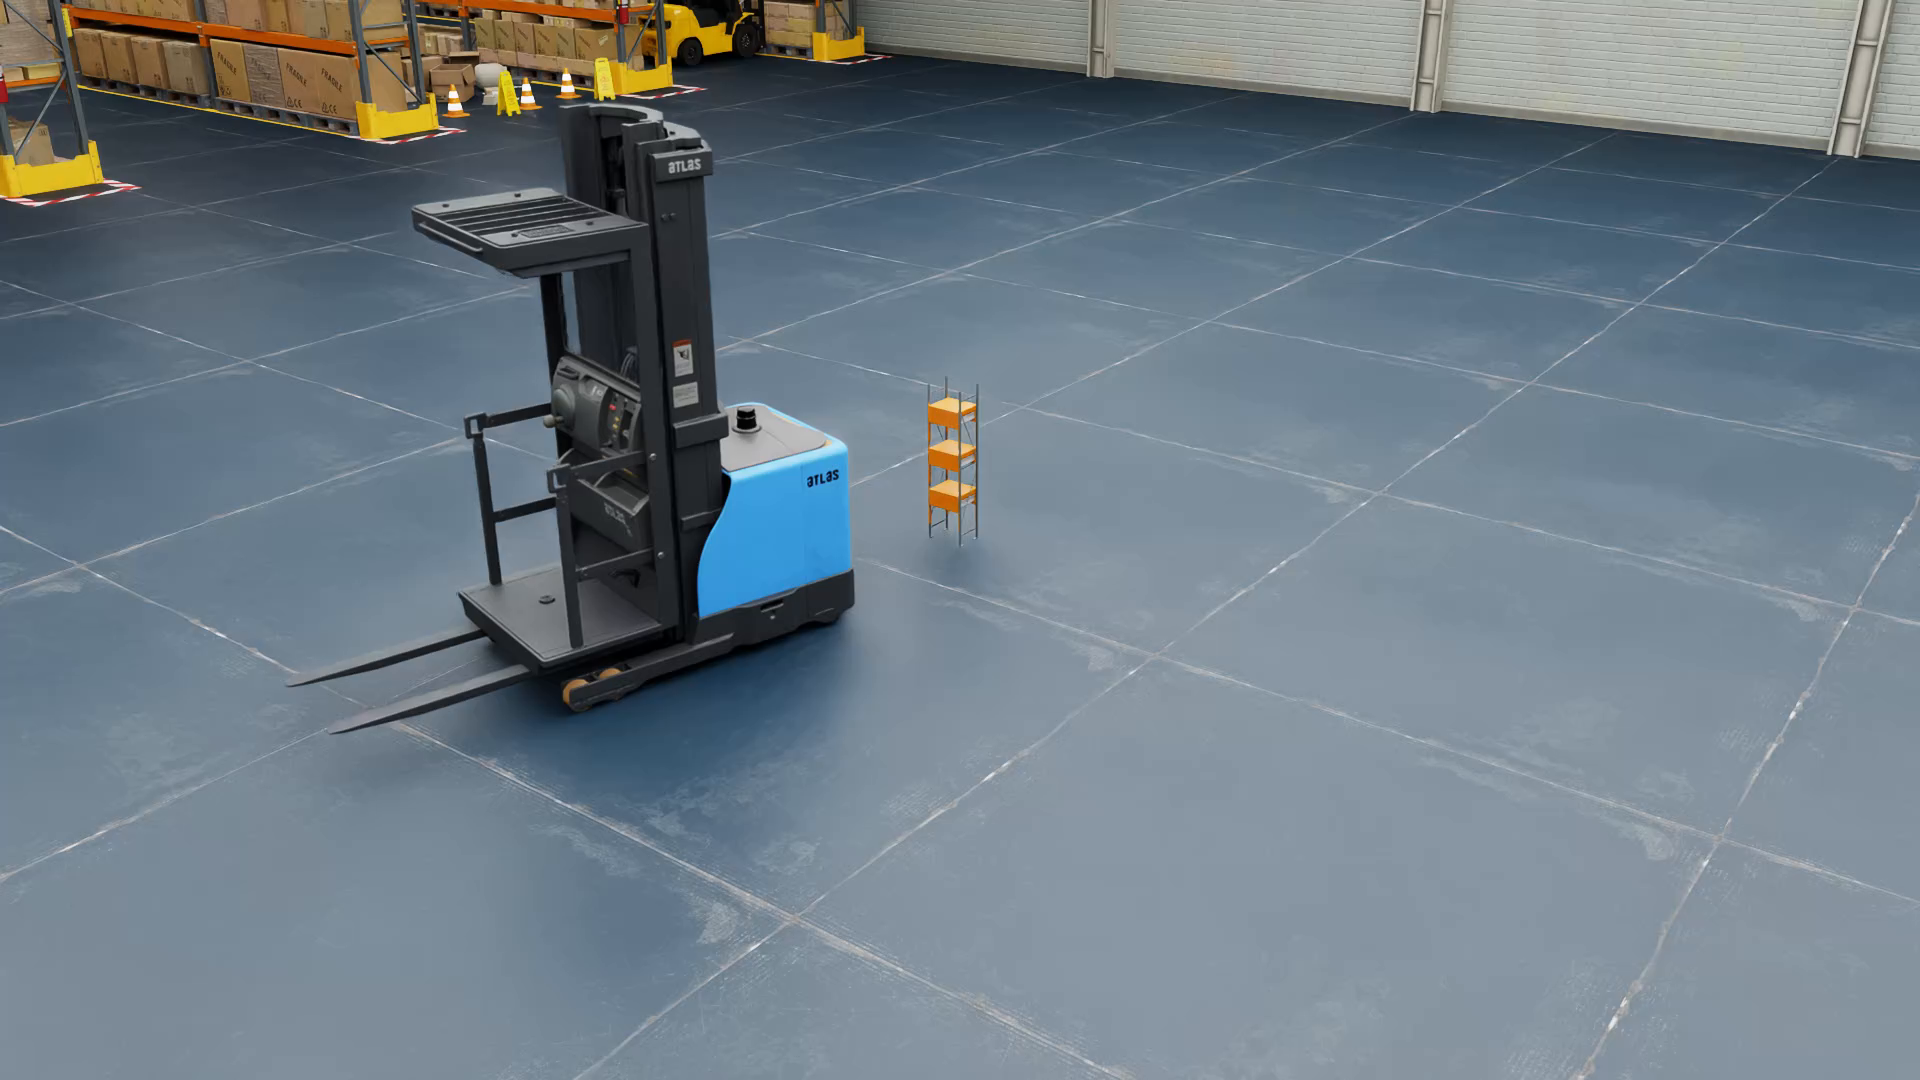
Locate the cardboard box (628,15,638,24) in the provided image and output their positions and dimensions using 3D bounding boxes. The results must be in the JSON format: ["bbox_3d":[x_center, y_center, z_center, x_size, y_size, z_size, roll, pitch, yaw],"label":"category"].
[{"bbox_3d":[-6.549,-10.918,34.233,0.625,0.625,0.875,16,29,33],"label":"cardboard box"}]

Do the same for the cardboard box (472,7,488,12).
[{"bbox_3d":[-10.418,-11.918,36.658,0.500,0.500,0.500,16,28,31],"label":"cardboard box"}]

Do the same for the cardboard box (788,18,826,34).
[{"bbox_3d":[-2.884,-9.712,31.341,0.500,0.250,0.500,16,29,33],"label":"cardboard box"}]

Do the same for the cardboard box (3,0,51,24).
[{"bbox_3d":[-11.502,-6.593,20.260,0.500,0.500,0.500,17,29,33],"label":"cardboard box"}]

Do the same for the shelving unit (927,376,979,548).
[{"bbox_3d":[-0.043,-0.493,10.568,0.252,1.050,0.215,17,29,33],"label":"shelving unit"}]

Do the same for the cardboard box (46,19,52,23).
[{"bbox_3d":[-15.686,-8.834,28.729,0.500,0.250,0.500,17,29,34],"label":"cardboard box"}]

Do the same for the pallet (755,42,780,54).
[{"bbox_3d":[-3.917,-9.723,32.556,1.213,0.211,1.003,17,29,33],"label":"pallet"}]

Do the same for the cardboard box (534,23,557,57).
[{"bbox_3d":[-6.898,-8.566,28.431,0.500,0.500,0.500,16,28,32],"label":"cardboard box"}]

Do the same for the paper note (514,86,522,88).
[{"bbox_3d":[-7.491,-7.667,28.114,0.148,0.019,0.142,7,25,15],"label":"paper note"}]

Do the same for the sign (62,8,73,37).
[{"bbox_3d":[-10.900,-6.304,20.264,0.005,0.325,0.100,17,29,33],"label":"sign"}]

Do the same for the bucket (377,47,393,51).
[{"bbox_3d":[-9.879,-8.184,27.780,0.726,0.611,0.620,-15,18,-30],"label":"bucket"}]

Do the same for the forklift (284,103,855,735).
[{"bbox_3d":[-2.083,-0.683,8.664,3.031,2.935,1.130,-18,29,-35],"label":"forklift"}]

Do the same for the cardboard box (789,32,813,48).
[{"bbox_3d":[-2.873,-9.478,31.431,0.500,0.250,0.500,17,29,34],"label":"cardboard box"}]

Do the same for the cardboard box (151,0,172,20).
[{"bbox_3d":[-12.352,-8.484,26.160,0.500,0.500,0.500,16,29,33],"label":"cardboard box"}]

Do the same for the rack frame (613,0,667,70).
[{"bbox_3d":[-5.281,-8.930,27.298,0.127,3.000,1.000,17,29,33],"label":"rack frame"}]

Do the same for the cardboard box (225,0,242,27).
[{"bbox_3d":[-10.614,-8.133,25.303,0.550,0.550,0.875,17,29,33],"label":"cardboard box"}]

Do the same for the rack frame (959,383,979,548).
[{"bbox_3d":[0.055,-0.464,10.501,0.008,1.050,0.200,17,29,33],"label":"rack frame"}]

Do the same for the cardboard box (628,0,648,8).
[{"bbox_3d":[-5.429,-8.964,27.686,0.250,0.149,0.380,17,29,33],"label":"cardboard box"}]

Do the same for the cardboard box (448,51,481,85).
[{"bbox_3d":[-8.441,-8.056,28.412,0.500,0.500,0.500,-5,24,-12],"label":"cardboard box"}]

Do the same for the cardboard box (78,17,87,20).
[{"bbox_3d":[-15.383,-9.002,29.110,0.500,0.250,0.500,16,29,33],"label":"cardboard box"}]

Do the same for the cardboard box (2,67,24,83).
[{"bbox_3d":[-11.577,-5.620,20.097,0.250,0.149,0.380,17,29,33],"label":"cardboard box"}]

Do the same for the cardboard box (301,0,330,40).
[{"bbox_3d":[-8.947,-7.578,24.043,0.550,0.550,0.875,17,29,33],"label":"cardboard box"}]

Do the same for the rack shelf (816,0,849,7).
[{"bbox_3d":[-3.908,-10.687,32.177,4.000,0.370,1.077,17,29,33],"label":"rack shelf"}]

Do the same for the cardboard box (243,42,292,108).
[{"bbox_3d":[-10.185,-7.104,25.268,0.875,0.875,0.875,17,29,34],"label":"cardboard box"}]

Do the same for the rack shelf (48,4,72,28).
[{"bbox_3d":[-16.171,-9.398,29.251,4.000,0.370,1.077,17,29,33],"label":"rack shelf"}]

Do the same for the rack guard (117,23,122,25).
[{"bbox_3d":[-18.104,-11.661,36.596,0.348,0.500,1.175,17,29,33],"label":"rack guard"}]

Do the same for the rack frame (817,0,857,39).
[{"bbox_3d":[-2.308,-10.532,30.934,0.127,3.000,1.000,17,29,33],"label":"rack frame"}]

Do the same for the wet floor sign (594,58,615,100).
[{"bbox_3d":[-5.771,-7.461,26.884,0.267,0.644,0.232,-15,28,-30],"label":"wet floor sign"}]

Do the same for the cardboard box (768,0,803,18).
[{"bbox_3d":[-3.275,-10.056,31.503,0.500,0.250,0.500,17,29,34],"label":"cardboard box"}]

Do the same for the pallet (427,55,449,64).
[{"bbox_3d":[-9.106,-8.809,30.481,1.213,0.211,1.003,17,29,33],"label":"pallet"}]

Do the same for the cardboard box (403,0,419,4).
[{"bbox_3d":[-12.532,-12.362,38.101,0.250,0.149,0.380,16,28,32],"label":"cardboard box"}]

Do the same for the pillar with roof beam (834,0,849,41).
[{"bbox_3d":[-4.906,-12.348,27.614,0.400,9.000,9.100,17,29,33],"label":"pillar with roof beam"}]

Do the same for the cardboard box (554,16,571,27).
[{"bbox_3d":[-6.612,-8.742,28.027,0.250,0.149,0.380,17,29,34],"label":"cardboard box"}]

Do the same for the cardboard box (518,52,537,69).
[{"bbox_3d":[-7.312,-8.349,28.867,0.500,0.250,0.500,16,29,33],"label":"cardboard box"}]

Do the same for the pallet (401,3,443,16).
[{"bbox_3d":[-12.459,-12.324,38.460,1.213,0.211,1.003,17,29,33],"label":"pallet"}]

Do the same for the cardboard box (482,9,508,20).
[{"bbox_3d":[-8.108,-9.192,29.047,0.250,0.149,0.380,17,29,34],"label":"cardboard box"}]

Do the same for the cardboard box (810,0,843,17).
[{"bbox_3d":[-2.579,-10.101,31.605,0.500,0.250,0.500,16,29,33],"label":"cardboard box"}]

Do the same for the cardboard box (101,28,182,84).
[{"bbox_3d":[-13.436,-8.019,27.499,0.750,0.750,1.050,17,29,34],"label":"cardboard box"}]

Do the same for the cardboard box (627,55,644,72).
[{"bbox_3d":[-5.761,-8.148,28.412,0.500,0.250,0.500,17,29,33],"label":"cardboard box"}]

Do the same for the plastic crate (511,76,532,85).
[{"bbox_3d":[-7.718,-7.917,28.619,0.583,0.080,0.402,7,25,15],"label":"plastic crate"}]

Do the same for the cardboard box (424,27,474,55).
[{"bbox_3d":[-9.481,-9.186,30.616,0.625,0.372,0.950,19,30,36],"label":"cardboard box"}]

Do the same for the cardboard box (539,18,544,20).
[{"bbox_3d":[-7.031,-8.872,29.126,0.500,0.500,0.500,19,30,36],"label":"cardboard box"}]

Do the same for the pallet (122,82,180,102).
[{"bbox_3d":[-13.013,-7.457,27.412,1.213,0.211,1.003,17,29,33],"label":"pallet"}]

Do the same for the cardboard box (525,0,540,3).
[{"bbox_3d":[-7.186,-9.238,28.309,0.250,0.149,0.380,17,29,33],"label":"cardboard box"}]

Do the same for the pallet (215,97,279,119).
[{"bbox_3d":[-10.809,-6.791,25.900,1.213,0.211,1.003,17,29,33],"label":"pallet"}]

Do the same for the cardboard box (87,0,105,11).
[{"bbox_3d":[-13.965,-8.971,27.267,0.500,0.500,0.500,17,29,33],"label":"cardboard box"}]

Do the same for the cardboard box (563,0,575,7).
[{"bbox_3d":[-6.395,-8.983,27.730,0.250,0.149,0.380,17,29,34],"label":"cardboard box"}]
